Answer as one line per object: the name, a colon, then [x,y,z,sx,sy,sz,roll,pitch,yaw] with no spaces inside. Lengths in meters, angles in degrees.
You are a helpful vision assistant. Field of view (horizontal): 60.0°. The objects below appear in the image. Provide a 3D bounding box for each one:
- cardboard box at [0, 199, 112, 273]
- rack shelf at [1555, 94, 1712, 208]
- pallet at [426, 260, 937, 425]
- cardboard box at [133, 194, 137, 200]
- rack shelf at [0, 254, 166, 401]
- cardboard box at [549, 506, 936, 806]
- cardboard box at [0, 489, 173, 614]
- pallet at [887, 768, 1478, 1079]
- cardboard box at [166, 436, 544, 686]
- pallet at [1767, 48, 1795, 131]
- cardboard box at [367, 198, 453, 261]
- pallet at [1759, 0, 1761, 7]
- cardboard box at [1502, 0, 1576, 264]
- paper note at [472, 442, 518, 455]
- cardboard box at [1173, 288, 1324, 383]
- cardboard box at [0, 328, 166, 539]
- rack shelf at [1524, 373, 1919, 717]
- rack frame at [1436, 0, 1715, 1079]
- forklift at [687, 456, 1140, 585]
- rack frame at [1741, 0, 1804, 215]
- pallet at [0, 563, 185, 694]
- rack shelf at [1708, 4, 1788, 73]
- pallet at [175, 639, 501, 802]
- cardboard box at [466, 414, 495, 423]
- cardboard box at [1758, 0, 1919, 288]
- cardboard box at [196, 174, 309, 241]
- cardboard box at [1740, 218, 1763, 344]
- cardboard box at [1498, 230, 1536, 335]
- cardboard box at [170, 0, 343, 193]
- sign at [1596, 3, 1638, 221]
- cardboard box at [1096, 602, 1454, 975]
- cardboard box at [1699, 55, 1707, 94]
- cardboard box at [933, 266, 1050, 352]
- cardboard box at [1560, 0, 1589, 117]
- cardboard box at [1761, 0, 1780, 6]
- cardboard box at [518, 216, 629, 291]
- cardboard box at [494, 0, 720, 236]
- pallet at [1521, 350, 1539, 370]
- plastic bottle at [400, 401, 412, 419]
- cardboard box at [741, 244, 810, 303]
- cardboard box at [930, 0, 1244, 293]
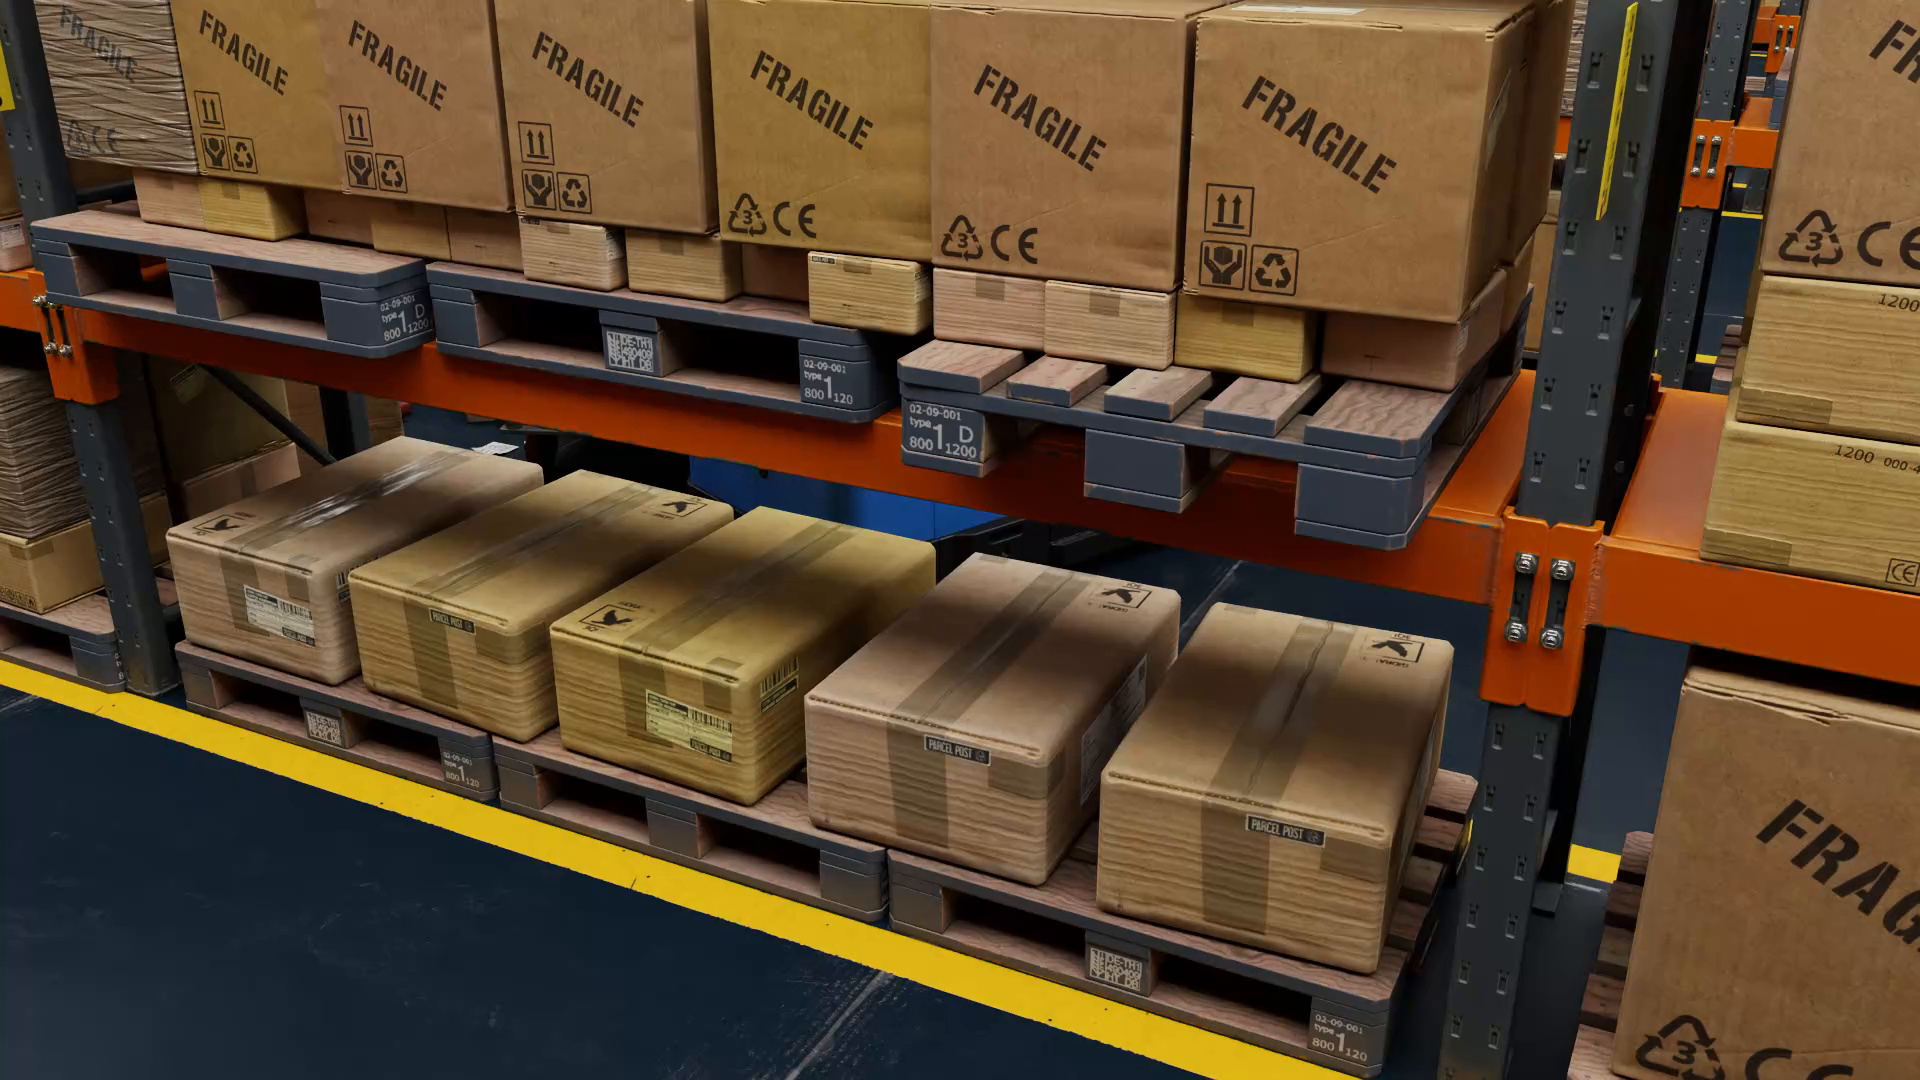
cardboard box: [-2.721,-0.910,4.877,0.250,0.149,0.380,11,25,24]
rack shelf: [1.631,-2.137,8.362,4.000,0.370,1.077,11,25,25]
pallet: [-0.512,-0.616,4.110,1.213,0.211,1.003,11,25,25]
cardboard box: [-2.433,-1.127,5.388,0.250,0.149,0.380,11,25,24]
rack shelf: [-4.082,-1.097,5.916,4.000,0.370,1.077,11,25,25]
cardboard box: [-0.563,0.281,4.578,0.625,0.372,0.950,12,26,26]
cardboard box: [-2.946,-0.013,5.425,0.500,0.250,0.500,12,26,27]
pallet: [0.576,0.776,4.155,1.213,0.211,1.003,11,25,25]
cardboard box: [-1.828,0.033,5.161,0.625,0.372,0.950,12,26,25]
pallet: [4.100,-1.938,7.220,1.003,0.211,1.213,11,25,25]
cardboard box: [-1.229,-0.814,4.116,0.250,0.149,0.380,12,26,25]
pallet: [5.060,-3.830,11.668,1.003,0.211,1.213,11,25,25]
cardboard box: [0.976,-0.905,3.501,0.500,0.500,0.500,10,25,23]
paper note: [-2.000,-0.398,7.147,0.142,0.019,0.148,11,25,25]
cardboard box: [0.602,-0.444,3.245,0.250,0.149,0.380,12,26,25]
cardboard box: [-2.946,-0.359,5.279,0.500,0.500,0.500,11,25,24]
rack shelf: [3.058,0.316,2.594,4.000,0.370,1.077,11,25,25]
rack frame: [1.273,-0.369,3.284,0.127,3.000,1.000,11,25,25]
forklift: [0.484,-1.502,6.037,3.031,2.935,1.130,-18,29,-35]
rack frame: [5.744,-3.830,11.422,0.127,3.000,1.000,11,25,25]
pallet: [-2.912,0.102,5.740,1.213,0.211,1.003,11,25,25]
rack shelf: [3.959,-3.852,12.393,4.000,0.370,1.077,11,25,25]
pallet: [-1.602,0.345,5.168,1.213,0.211,1.003,11,25,25]
cardboard box: [-2.056,-0.710,7.581,0.396,0.266,0.258,-5,24,-12]
cardboard box: [1.603,-0.702,2.663,0.500,0.500,0.500,10,25,23]
cardboard box: [-1.727,-0.897,4.312,0.250,0.149,0.380,12,26,26]
cardboard box: [1.820,-0.533,3.223,0.500,0.250,0.500,11,25,24]
cardboard box: [1.067,-0.568,3.538,0.250,0.149,0.380,10,25,22]
cardboard box: [-1.561,-1.180,4.147,0.500,0.500,0.500,11,26,25]
sign: [1.036,-0.674,2.623,0.005,0.325,0.100,11,25,25]
cardboard box: [0.773,0.544,3.959,0.625,0.372,0.950,9,25,21]
cardboard box: [5.133,-3.335,11.932,0.500,0.250,0.500,12,26,27]
cardboard box: [0.136,-0.520,3.424,0.250,0.149,0.380,10,25,22]
cardboard box: [2.893,-2.147,7.338,0.500,0.500,0.500,11,25,25]
cardboard box: [9.639,-6.481,19.918,0.500,0.311,0.500,12,26,26]
cardboard box: [-0.796,-0.705,3.859,0.250,0.149,0.380,12,26,27]
cardboard box: [-0.662,-1.001,3.726,0.500,0.500,0.500,10,25,22]
pallet: [2.746,-0.997,8.326,1.213,0.211,1.003,11,25,25]
plastic bottle: [-2.602,-0.605,7.596,0.283,0.061,0.133,16,28,33]
cardboard box: [-0.283,-0.652,3.735,0.250,0.149,0.380,11,26,25]
cardboard box: [0.275,-0.815,3.290,0.500,0.500,0.500,11,25,24]
